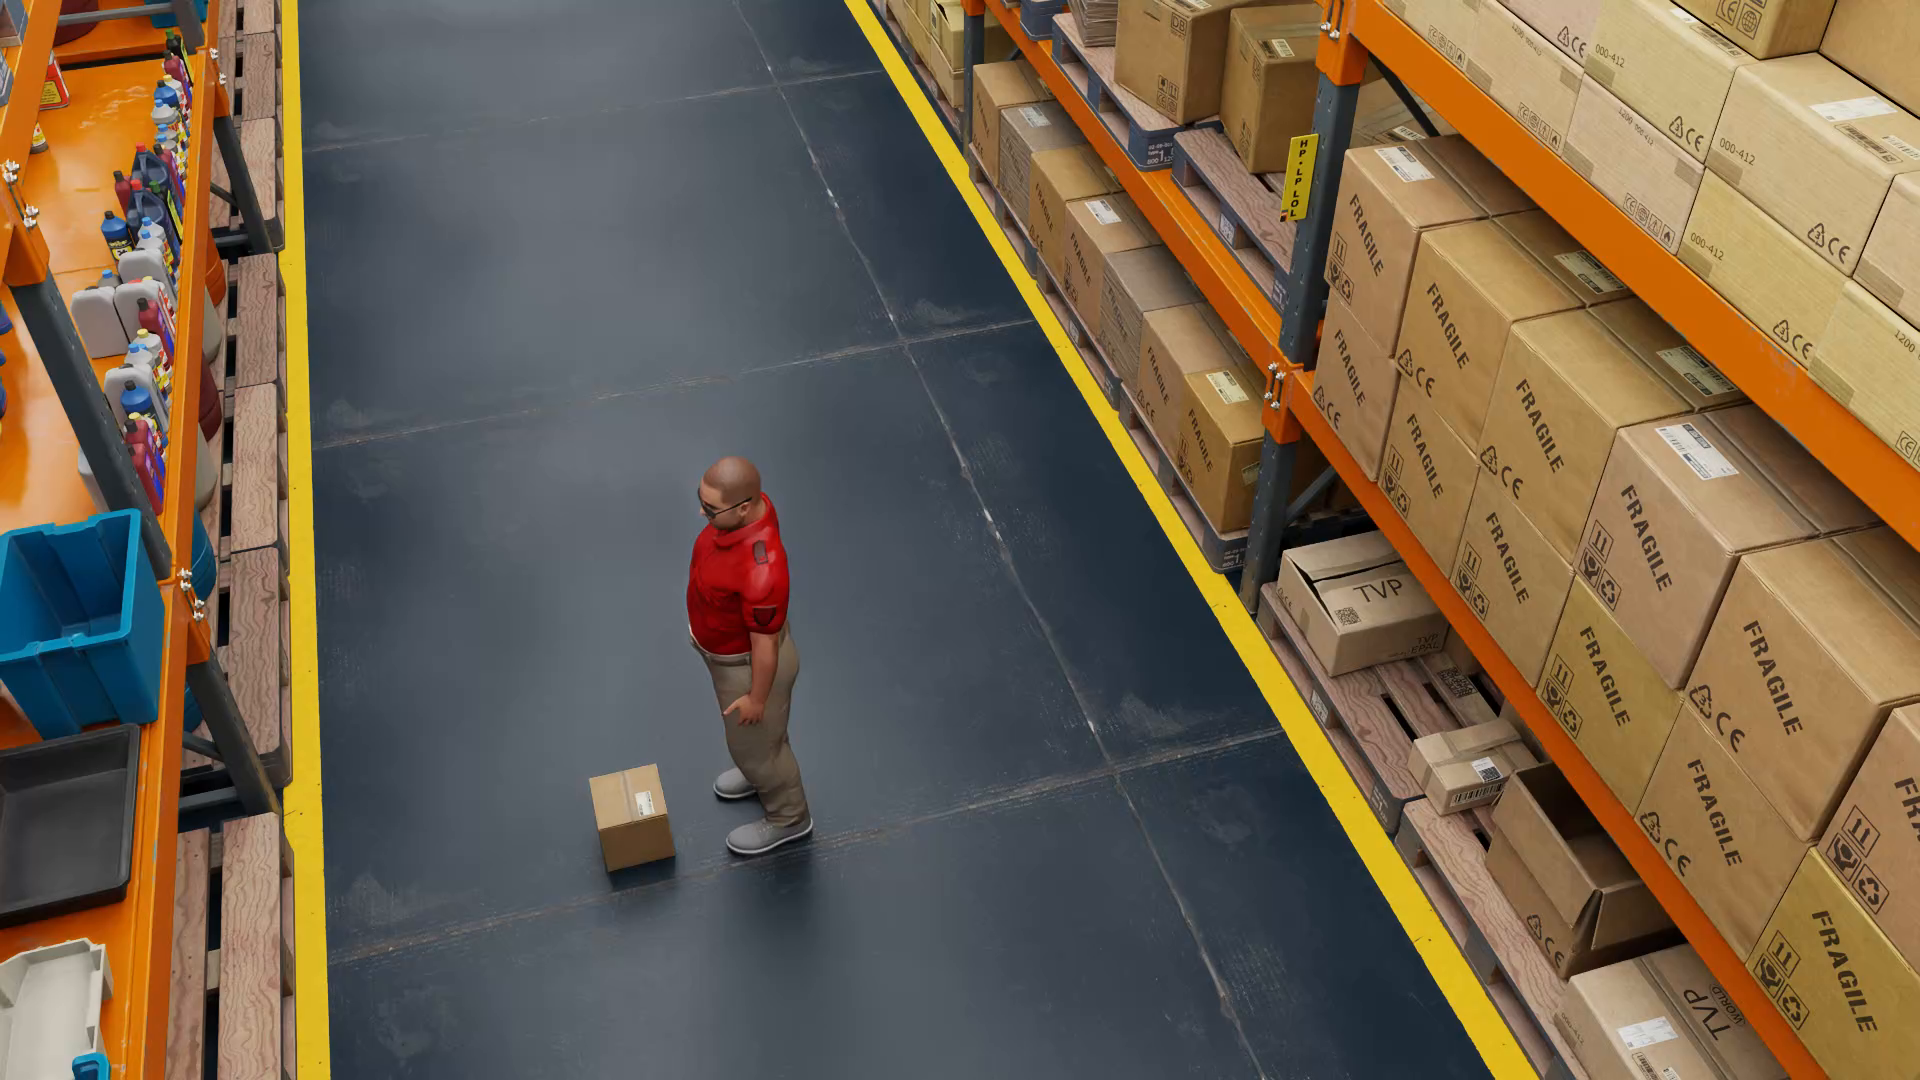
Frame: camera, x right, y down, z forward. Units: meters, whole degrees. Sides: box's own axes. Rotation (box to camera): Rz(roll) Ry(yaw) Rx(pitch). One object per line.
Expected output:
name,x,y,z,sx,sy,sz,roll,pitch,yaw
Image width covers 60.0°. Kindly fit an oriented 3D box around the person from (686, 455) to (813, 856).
person,-0.739,0.399,5.736,0.352,1.721,0.529,-11,43,-12
